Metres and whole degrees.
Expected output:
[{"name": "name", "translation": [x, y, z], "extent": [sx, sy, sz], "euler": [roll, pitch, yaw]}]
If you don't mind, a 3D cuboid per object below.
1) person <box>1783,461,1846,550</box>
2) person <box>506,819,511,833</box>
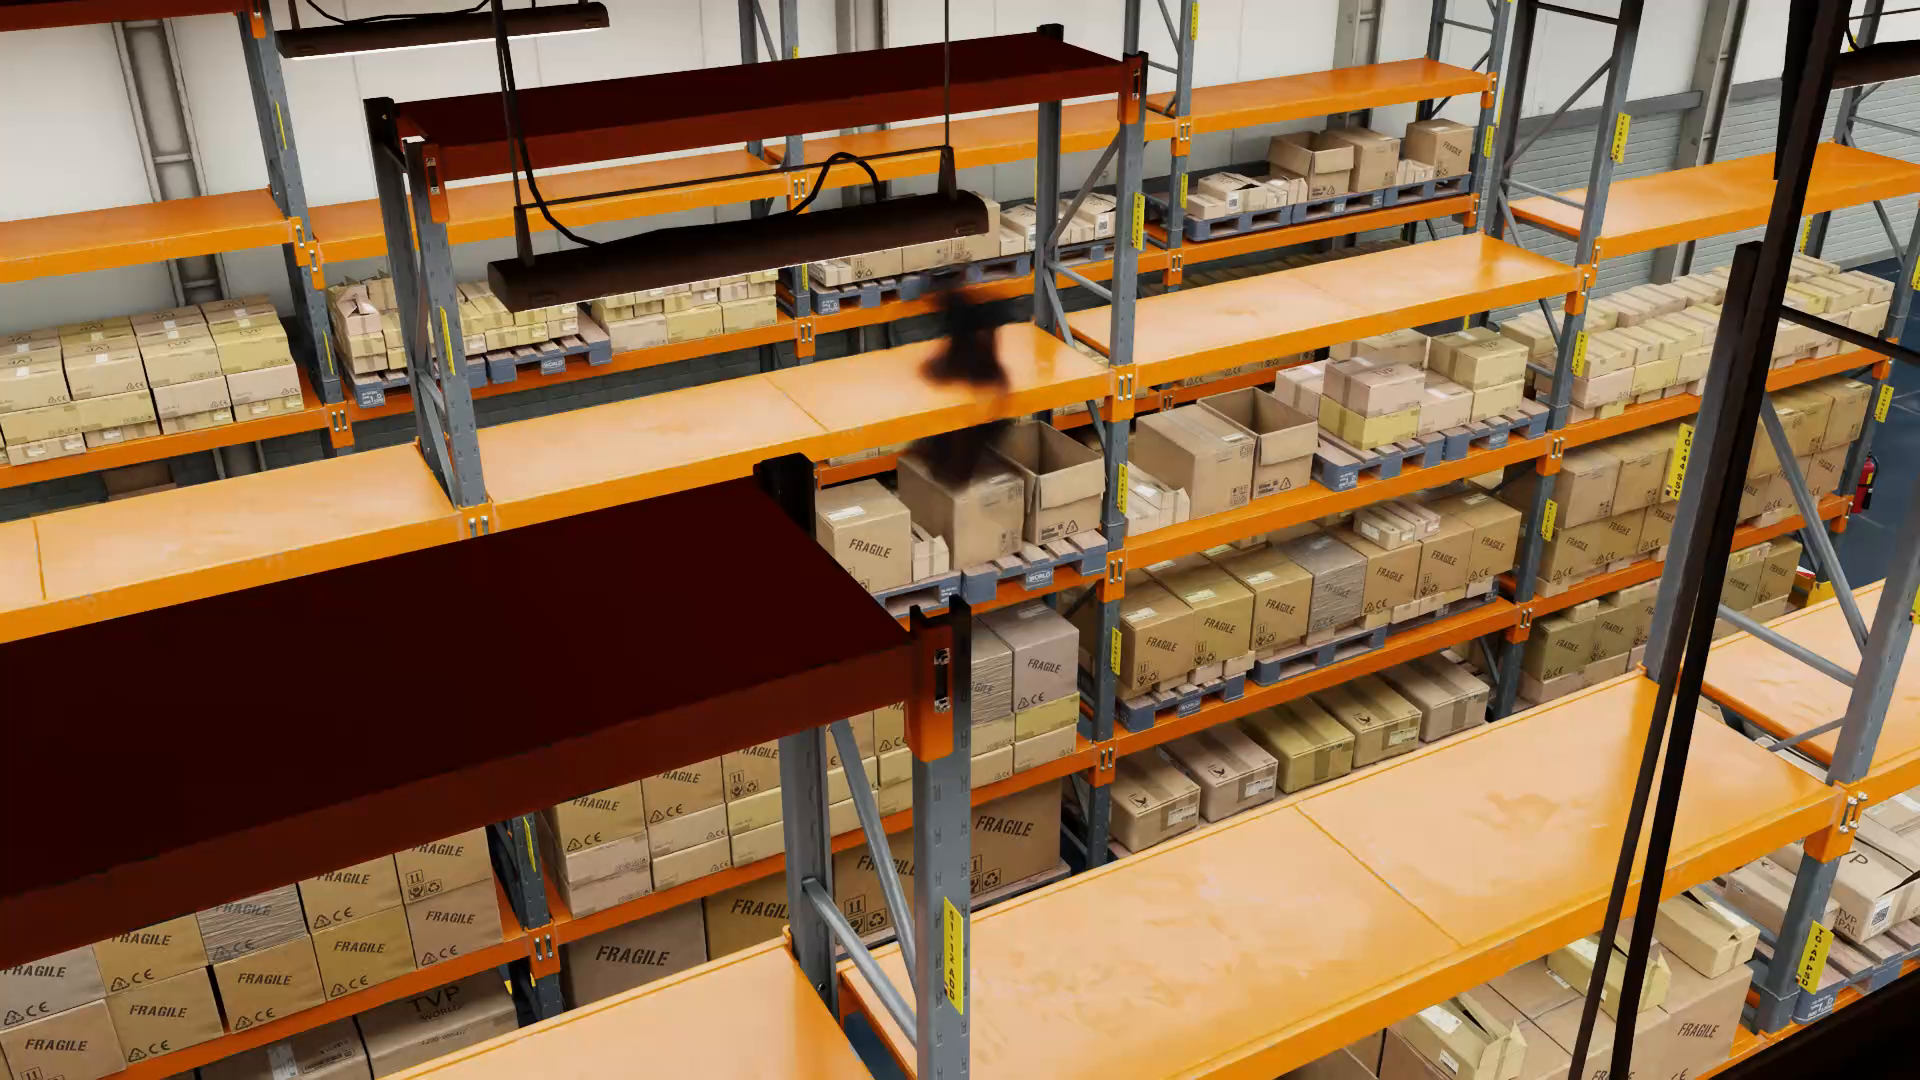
[{"name": "person", "translation": [8.570, -0.791, 16.713], "extent": [0.713, 1.660, 0.828], "euler": [-9, 29, -16]}, {"name": "person", "translation": [-3.428, 1.294, 12.685], "extent": [0.660, 1.783, 0.937], "euler": [24, 36, 38]}]
